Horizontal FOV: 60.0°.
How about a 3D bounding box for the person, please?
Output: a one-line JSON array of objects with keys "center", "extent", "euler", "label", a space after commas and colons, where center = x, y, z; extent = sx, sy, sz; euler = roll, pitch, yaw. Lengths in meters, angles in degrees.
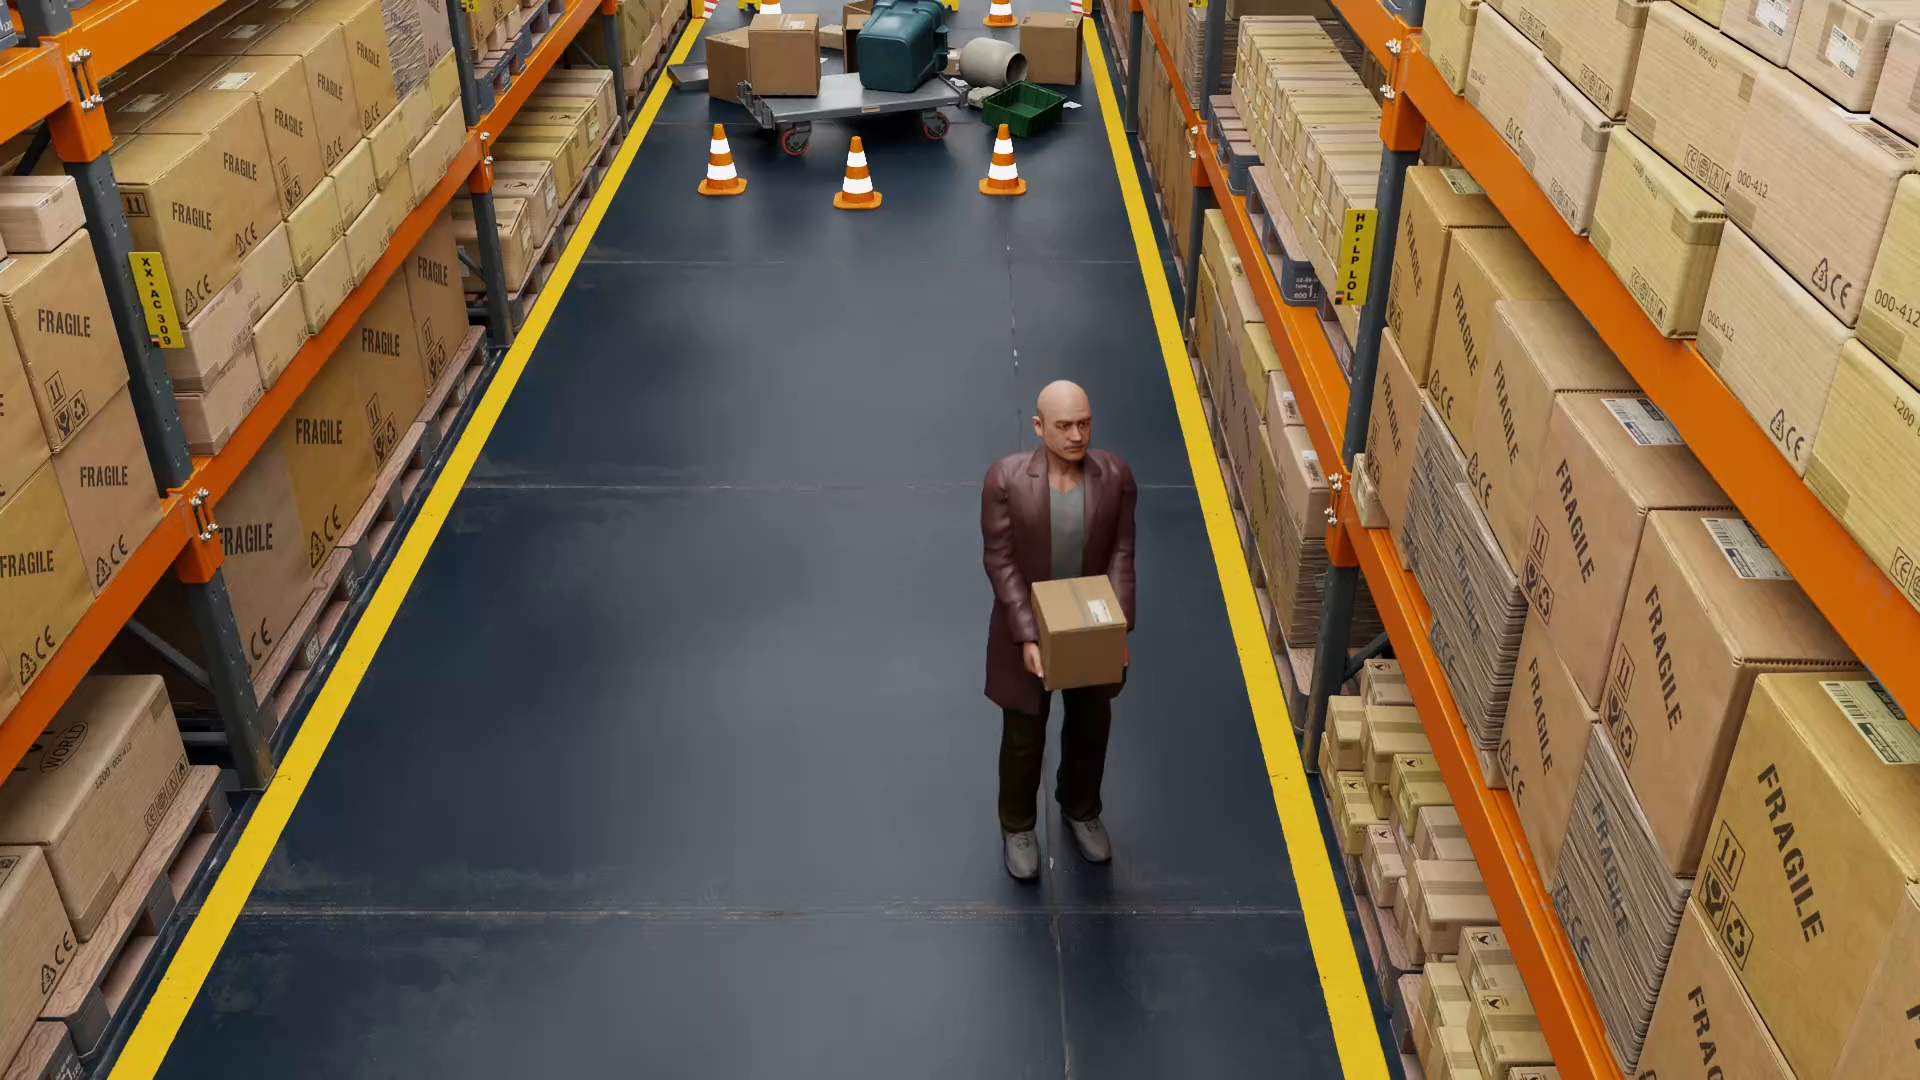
[{"center": [0.349, 0.354, 5.563], "extent": [0.528, 1.773, 0.554], "euler": [-6, 32, -9], "label": "person"}]
